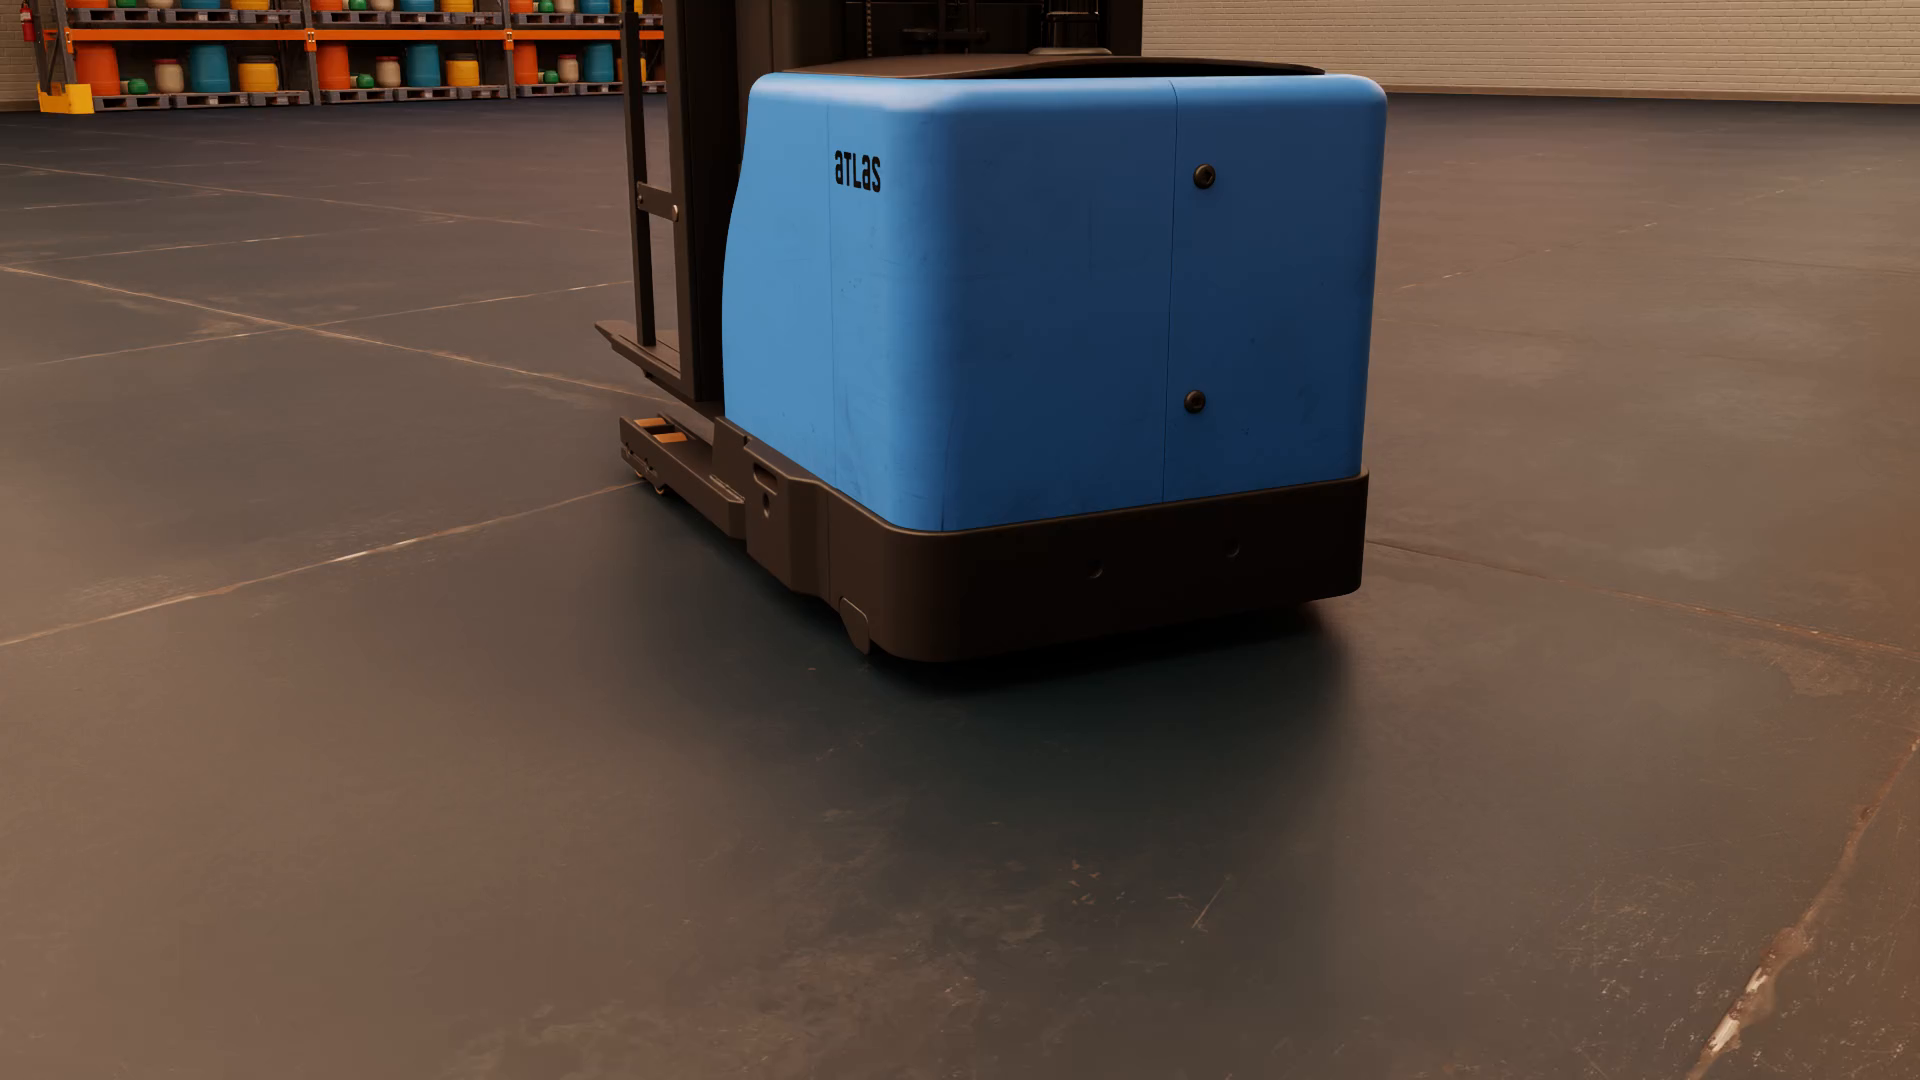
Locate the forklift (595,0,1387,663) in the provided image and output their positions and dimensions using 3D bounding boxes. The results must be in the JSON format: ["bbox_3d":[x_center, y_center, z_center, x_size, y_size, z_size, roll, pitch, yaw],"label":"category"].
[{"bbox_3d":[-0.268,-1.566,4.055,1.130,2.935,3.031,-8,19,-24],"label":"forklift"}]
